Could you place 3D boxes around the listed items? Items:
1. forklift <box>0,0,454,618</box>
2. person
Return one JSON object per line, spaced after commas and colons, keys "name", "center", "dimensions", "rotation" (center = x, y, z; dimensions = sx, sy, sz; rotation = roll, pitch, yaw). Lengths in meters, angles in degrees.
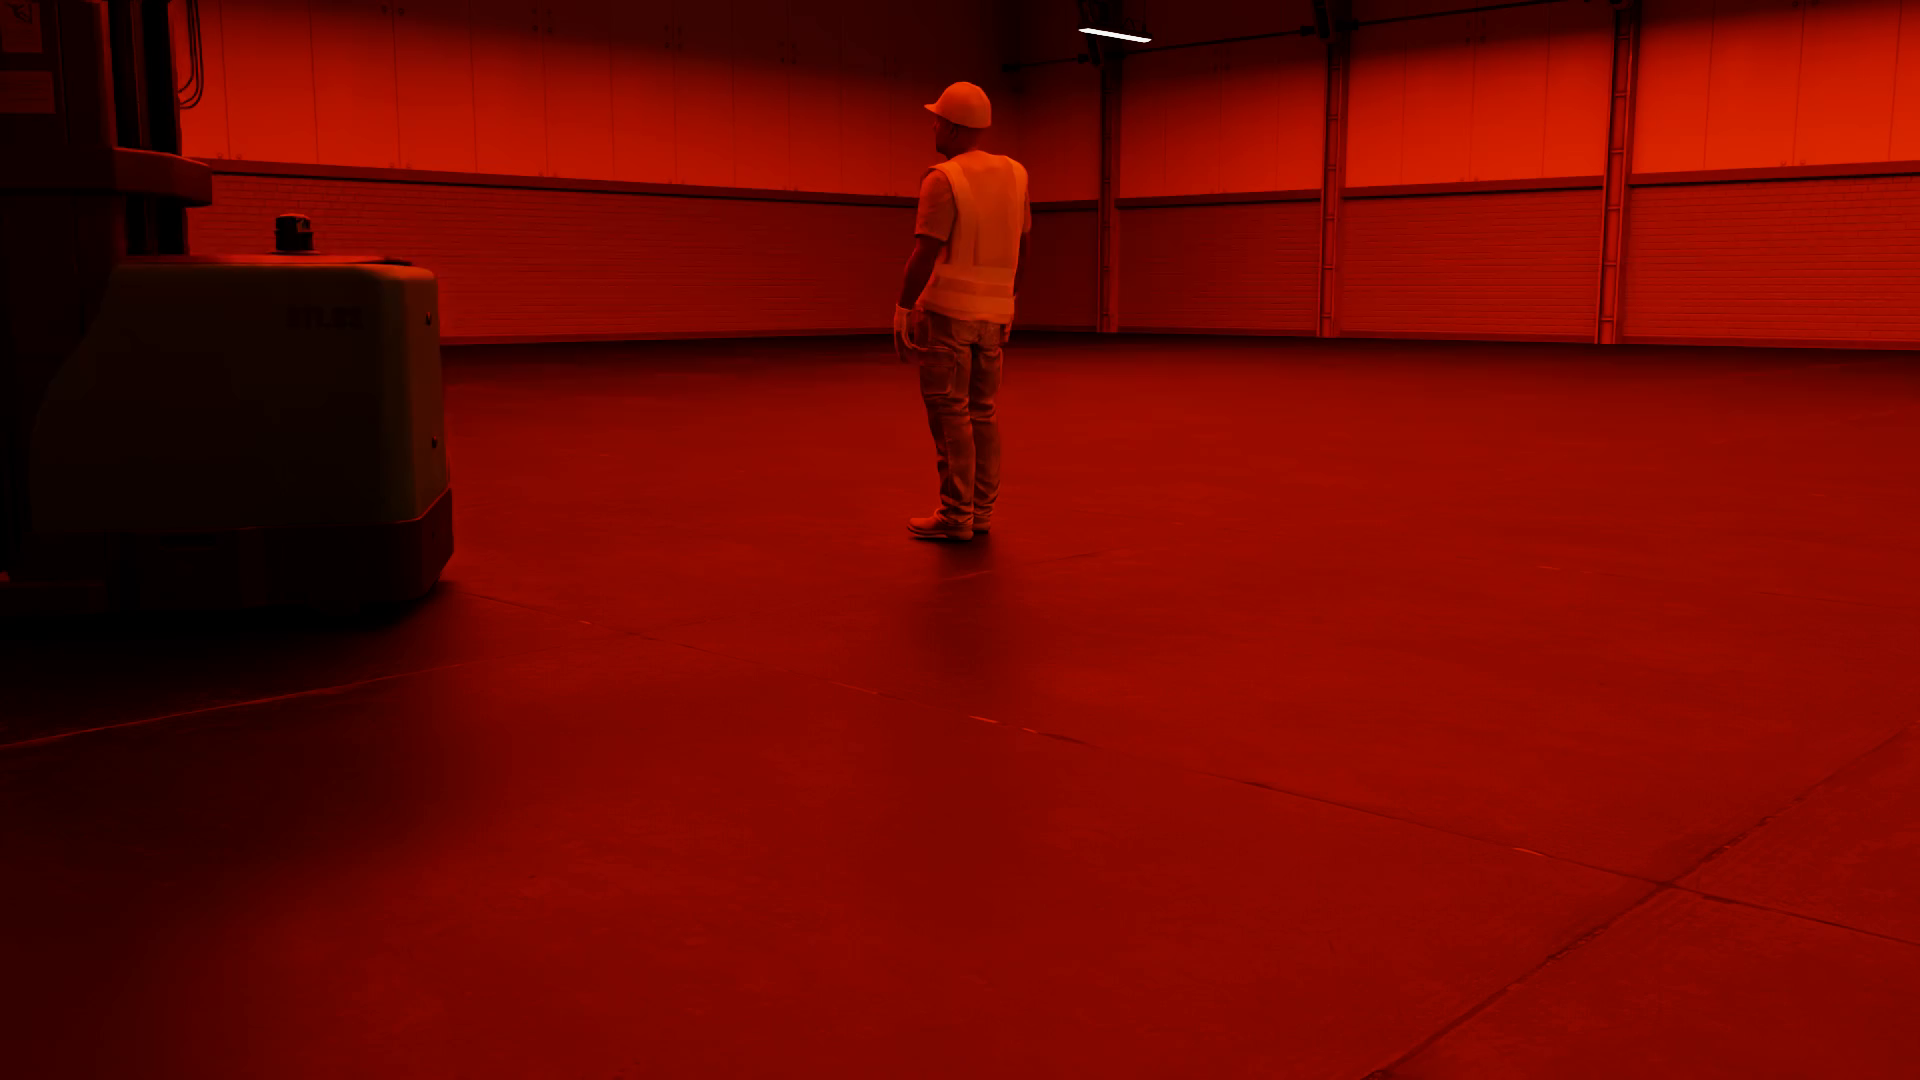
{"name": "forklift", "center": [-3.213, -1.228, 5.027], "dimensions": [3.031, 2.935, 1.130], "rotation": [-2, 9, -11]}
{"name": "person", "center": [-0.045, -0.897, 6.639], "dimensions": [0.577, 1.782, 0.656], "rotation": [8, 12, 43]}
